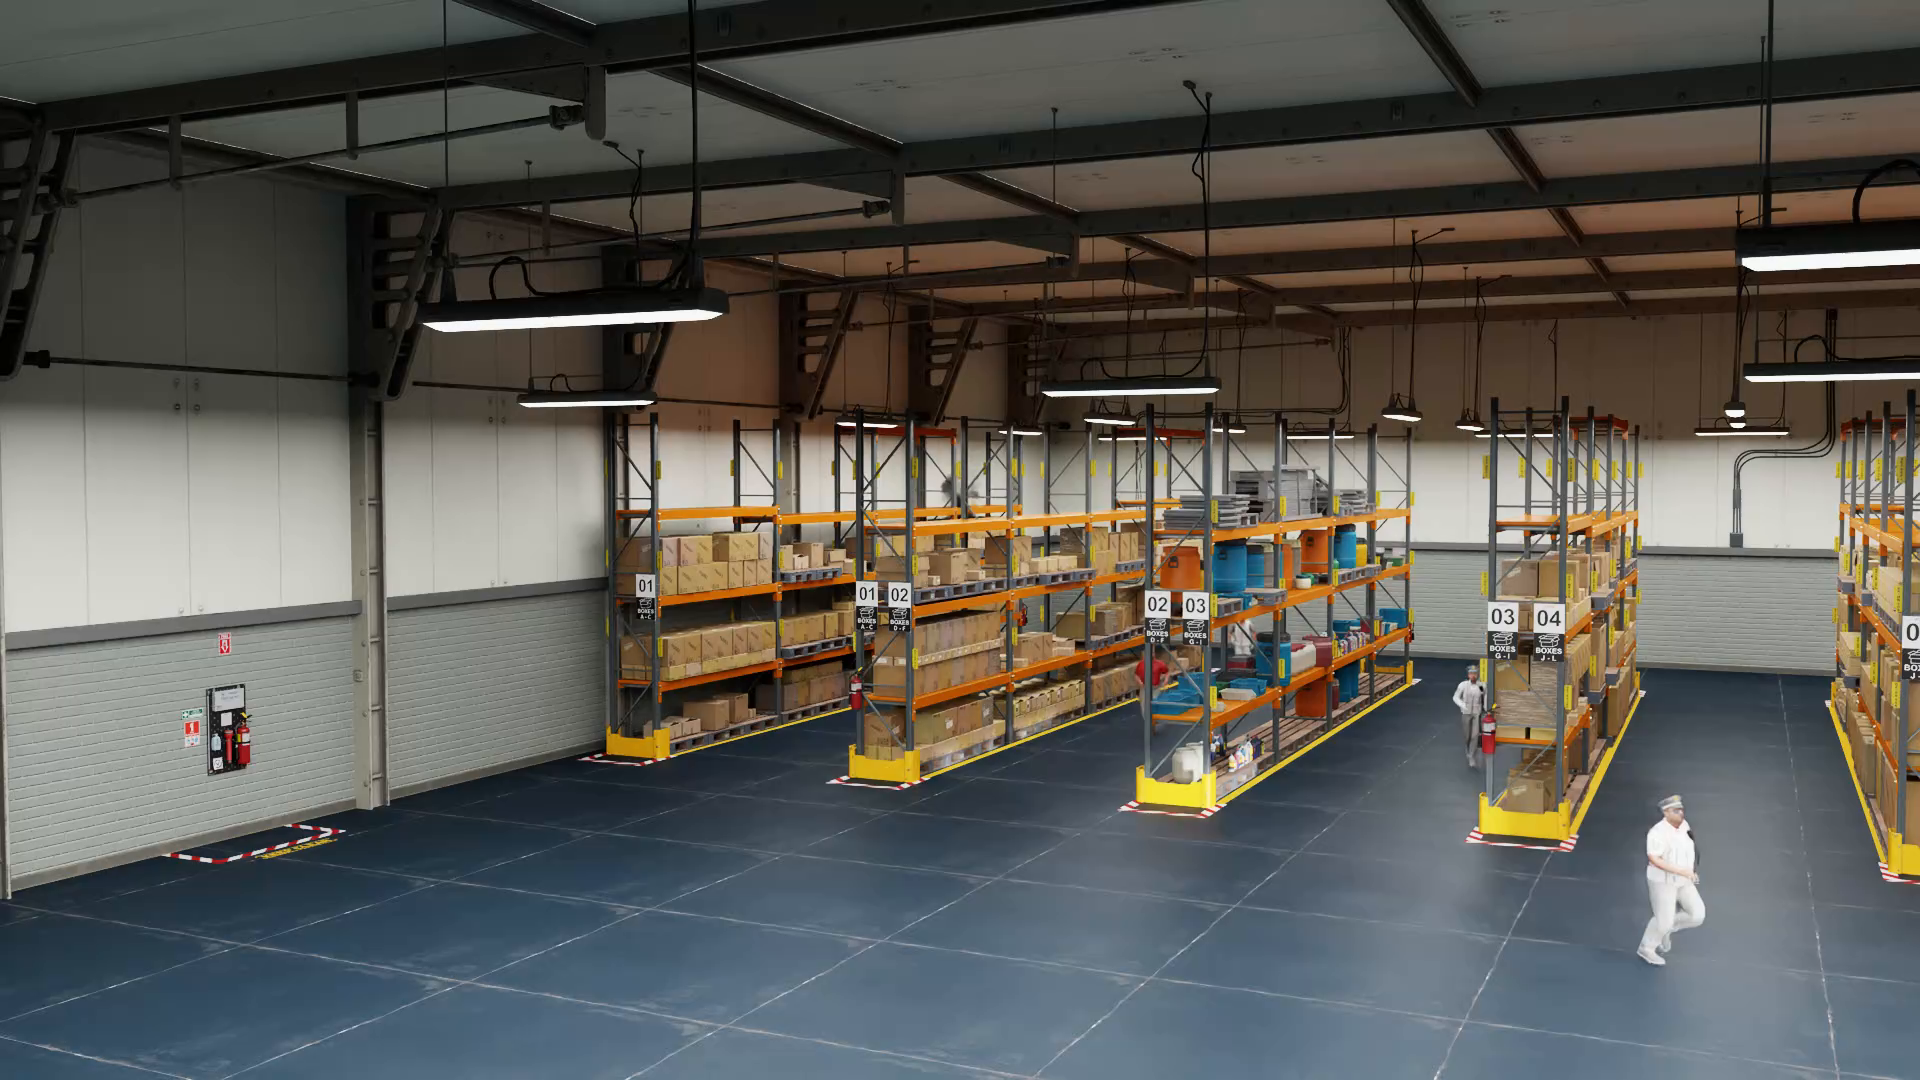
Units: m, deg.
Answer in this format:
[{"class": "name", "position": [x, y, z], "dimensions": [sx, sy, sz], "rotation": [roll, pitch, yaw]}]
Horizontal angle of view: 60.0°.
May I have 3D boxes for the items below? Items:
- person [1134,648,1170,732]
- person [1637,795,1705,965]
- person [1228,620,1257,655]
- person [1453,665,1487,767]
[{"class": "person", "position": [3.558, 2.855, 31.149], "dimensions": [0.658, 1.680, 0.562], "rotation": [1, 3, 21]}, {"class": "person", "position": [7.212, 3.431, 16.770], "dimensions": [0.688, 1.735, 0.718], "rotation": [-1, 3, -26]}, {"class": "person", "position": [6.591, 2.494, 38.907], "dimensions": [0.663, 1.750, 0.591], "rotation": [1, 3, 17]}, {"class": "person", "position": [8.733, 2.974, 28.363], "dimensions": [0.620, 1.691, 0.833], "rotation": [1, 3, 17]}]
